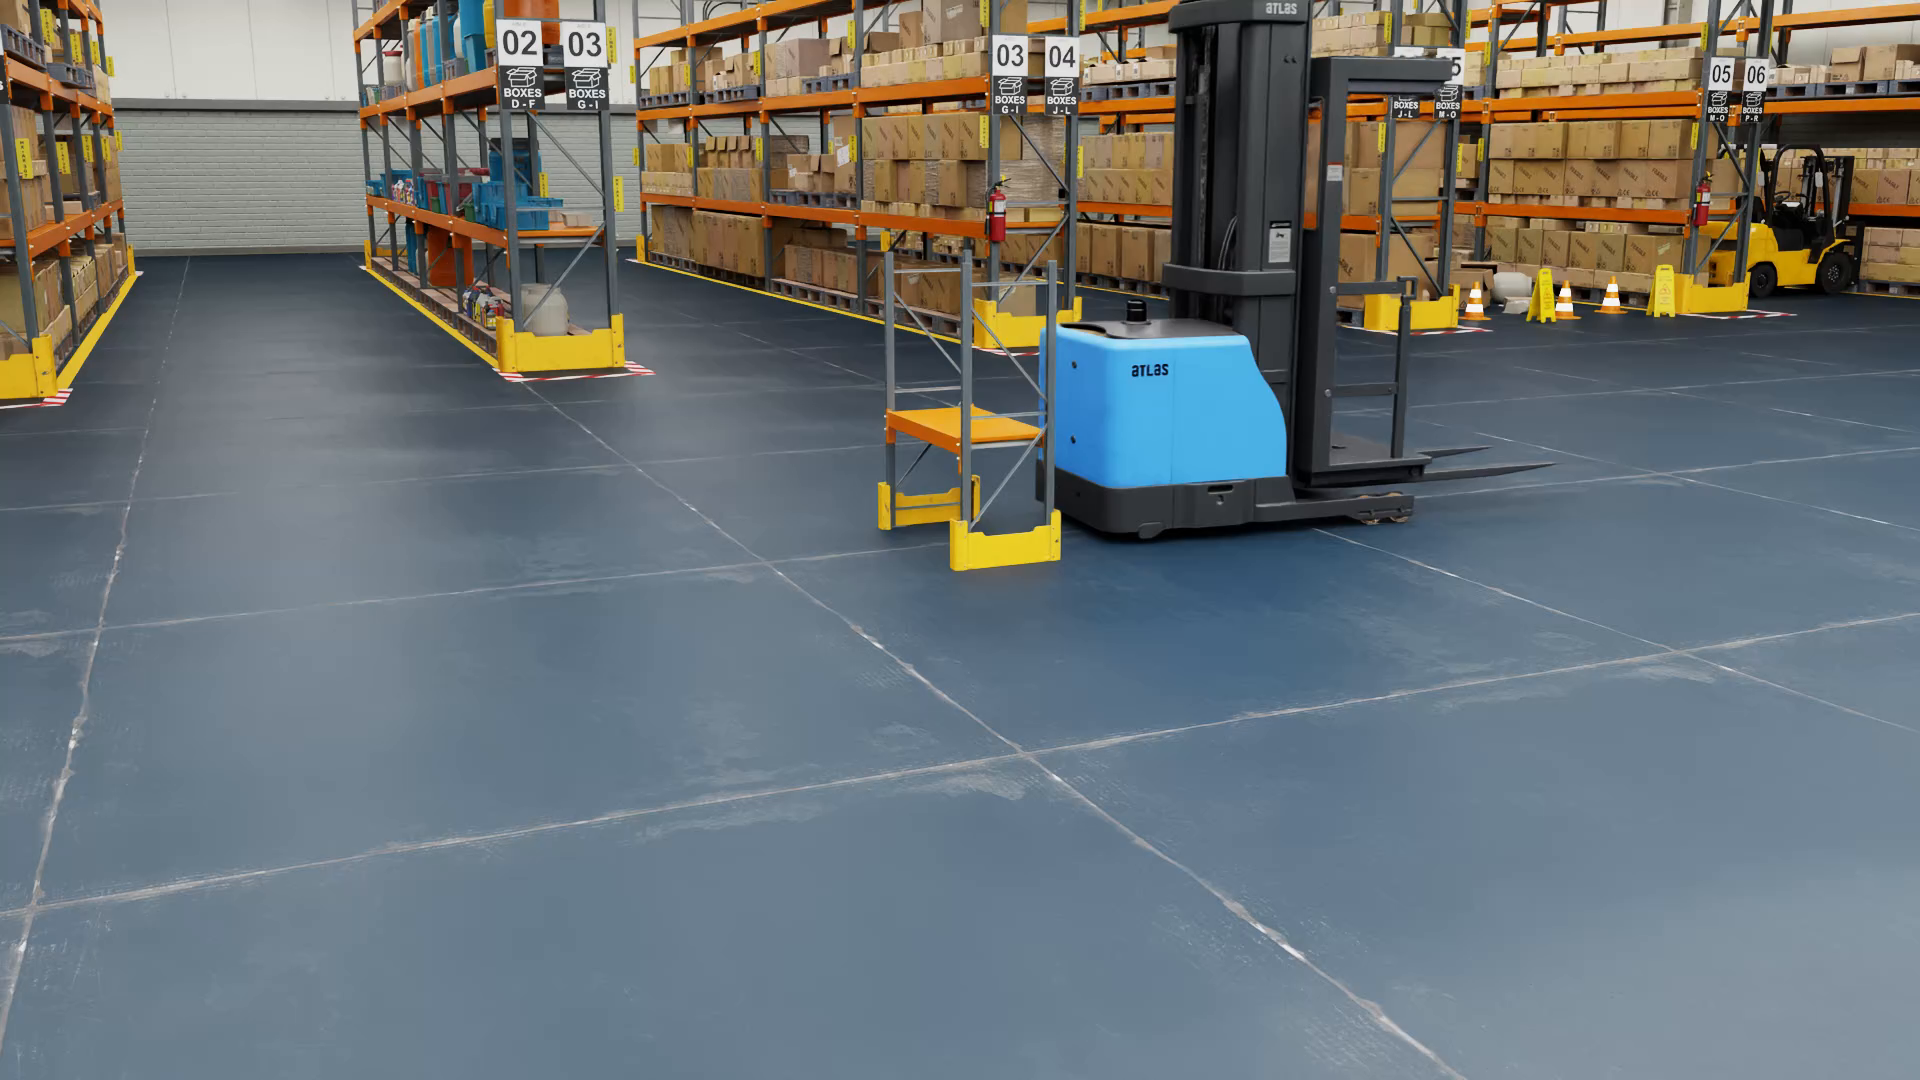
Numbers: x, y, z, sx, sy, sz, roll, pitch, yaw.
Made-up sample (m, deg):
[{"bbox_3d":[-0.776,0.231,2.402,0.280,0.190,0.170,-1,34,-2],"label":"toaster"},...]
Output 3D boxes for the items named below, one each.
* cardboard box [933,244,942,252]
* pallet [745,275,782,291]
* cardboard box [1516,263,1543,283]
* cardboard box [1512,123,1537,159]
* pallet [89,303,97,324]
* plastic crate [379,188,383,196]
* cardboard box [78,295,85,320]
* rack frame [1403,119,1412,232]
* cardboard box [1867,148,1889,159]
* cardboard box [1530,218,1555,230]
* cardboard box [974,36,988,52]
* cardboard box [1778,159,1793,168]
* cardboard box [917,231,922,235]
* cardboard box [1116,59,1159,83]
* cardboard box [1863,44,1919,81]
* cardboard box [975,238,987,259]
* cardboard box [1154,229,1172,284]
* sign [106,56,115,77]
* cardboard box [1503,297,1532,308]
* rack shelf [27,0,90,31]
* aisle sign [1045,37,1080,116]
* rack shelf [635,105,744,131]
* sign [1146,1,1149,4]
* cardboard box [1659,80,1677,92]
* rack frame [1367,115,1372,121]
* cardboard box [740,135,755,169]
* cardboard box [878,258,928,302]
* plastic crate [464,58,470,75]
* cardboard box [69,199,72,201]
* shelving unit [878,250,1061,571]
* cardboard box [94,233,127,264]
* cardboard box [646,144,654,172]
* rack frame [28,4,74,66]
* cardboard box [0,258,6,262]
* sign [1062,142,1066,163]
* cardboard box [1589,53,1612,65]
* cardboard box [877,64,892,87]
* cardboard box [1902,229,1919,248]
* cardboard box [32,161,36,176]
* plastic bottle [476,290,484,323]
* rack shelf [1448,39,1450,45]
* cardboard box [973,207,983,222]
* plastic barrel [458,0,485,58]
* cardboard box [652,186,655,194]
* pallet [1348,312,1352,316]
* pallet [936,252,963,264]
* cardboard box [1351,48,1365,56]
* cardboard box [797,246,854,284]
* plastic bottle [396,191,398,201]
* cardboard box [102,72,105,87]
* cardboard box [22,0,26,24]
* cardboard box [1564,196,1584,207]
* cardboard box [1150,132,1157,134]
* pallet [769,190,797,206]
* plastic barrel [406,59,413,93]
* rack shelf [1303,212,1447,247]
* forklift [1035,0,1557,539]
[{"bbox_3d":[-0.338,-5.550,31.589,0.380,0.149,0.250,-6,14,-23],"label":"cardboard box"},{"bbox_3d":[-2.684,-4.028,25.805,1.003,0.211,1.213,-6,14,-23],"label":"pallet"},{"bbox_3d":[8.459,-3.895,24.213,0.500,0.250,0.500,-5,14,-20],"label":"cardboard box"},{"bbox_3d":[8.408,-5.748,23.955,0.700,0.500,0.500,-6,14,-23],"label":"cardboard box"},{"bbox_3d":[-11.221,-2.791,20.459,1.003,0.211,1.213,-6,14,-23],"label":"pallet"},{"bbox_3d":[-9.550,-5.829,27.856,0.293,0.136,0.466,-6,14,-23],"label":"plastic crate"},{"bbox_3d":[-10.051,-2.573,18.501,0.500,0.250,0.500,-5,14,-22],"label":"cardboard box"},{"bbox_3d":[9.588,-7.387,34.136,1.000,3.000,0.127,-6,14,-23],"label":"rack frame"},{"bbox_3d":[13.563,-5.675,24.415,0.380,0.149,0.250,-5,14,-22],"label":"cardboard box"},{"bbox_3d":[8.437,-4.548,23.934,0.380,0.149,0.250,-5,14,-21],"label":"cardboard box"},{"bbox_3d":[0.371,-5.176,17.376,0.380,0.149,0.250,-6,14,-23],"label":"cardboard box"},{"bbox_3d":[12.945,-5.847,25.822,0.380,0.149,0.250,-5,14,-22],"label":"cardboard box"},{"bbox_3d":[-0.612,-5.993,32.184,0.380,0.149,0.250,-5,14,-22],"label":"cardboard box"},{"bbox_3d":[2.643,-6.936,24.579,0.500,0.311,0.500,-6,14,-24],"label":"cardboard box"},{"bbox_3d":[13.675,-6.962,24.270,0.700,0.500,0.500,-6,14,-23],"label":"cardboard box"},{"bbox_3d":[0.599,-5.280,29.645,0.500,0.500,0.500,-5,14,-21],"label":"cardboard box"},{"bbox_3d":[3.419,-4.046,23.758,1.050,0.750,0.750,-6,14,-23],"label":"cardboard box"},{"bbox_3d":[-14.203,-7.914,27.797,0.100,0.325,0.005,-6,14,-23],"label":"sign"},{"bbox_3d":[7.472,-3.158,22.186,0.380,0.149,0.250,1,13,6],"label":"cardboard box"},{"bbox_3d":[-12.316,-7.113,22.130,1.077,0.370,4.000,-6,14,-23],"label":"rack shelf"},{"bbox_3d":[1.067,-4.845,17.385,0.394,0.787,0.004,-6,14,-23],"label":"aisle sign"},{"bbox_3d":[-4.840,-7.567,29.857,1.077,0.370,4.000,-6,14,-23],"label":"rack shelf"},{"bbox_3d":[3.942,-11.227,35.175,0.100,0.325,0.005,-6,14,-23],"label":"sign"},{"bbox_3d":[9.319,-5.895,21.593,0.380,0.149,0.250,-6,14,-23],"label":"cardboard box"},{"bbox_3d":[6.643,-6.112,28.625,1.000,3.000,0.127,-6,14,-23],"label":"rack frame"},{"bbox_3d":[-2.973,-6.042,25.875,0.797,0.503,0.637,-5,14,-22],"label":"cardboard box"},{"bbox_3d":[-0.711,-3.291,21.049,0.500,0.500,0.500,-6,14,-25],"label":"cardboard box"},{"bbox_3d":[-4.990,-4.951,17.425,0.336,0.188,0.450,-6,14,-23],"label":"plastic crate"},{"bbox_3d":[-13.553,-5.278,24.800,0.500,0.500,0.500,-5,14,-22],"label":"cardboard box"},{"bbox_3d":[0.031,-0.715,8.633,0.587,1.500,1.083,-6,14,-23],"label":"shelving unit"},{"bbox_3d":[-14.276,-4.882,27.879,0.500,0.500,0.500,-6,14,-23],"label":"cardboard box"},{"bbox_3d":[-5.496,-7.080,30.818,0.500,0.500,0.500,-6,14,-24],"label":"cardboard box"},{"bbox_3d":[-11.515,-7.246,20.219,1.000,3.000,0.127,-6,14,-23],"label":"rack frame"},{"bbox_3d":[-10.014,-2.603,16.966,0.500,0.500,0.500,-6,14,-23],"label":"cardboard box"},{"bbox_3d":[1.655,-6.118,26.261,0.100,0.325,0.005,-6,14,-23],"label":"sign"},{"bbox_3d":[8.797,-6.544,22.627,0.380,0.149,0.250,-5,14,-22],"label":"cardboard box"},{"bbox_3d":[-0.672,-5.554,19.894,0.500,0.250,0.500,-6,14,-23],"label":"cardboard box"},{"bbox_3d":[13.924,-4.327,23.864,0.500,0.250,0.500,-5,14,-21],"label":"cardboard box"},{"bbox_3d":[-9.100,-3.562,15.947,0.380,0.149,0.250,-5,14,-21],"label":"cardboard box"},{"bbox_3d":[-5.184,-2.536,18.073,0.144,0.351,0.185,-6,14,-23],"label":"plastic bottle"},{"bbox_3d":[8.786,-10.371,35.327,1.077,0.370,4.000,-6,14,-23],"label":"rack shelf"},{"bbox_3d":[0.365,-3.534,18.042,0.380,0.149,0.250,-6,14,-23],"label":"cardboard box"},{"bbox_3d":[-5.072,-5.638,17.882,0.600,0.901,0.708,-6,14,-23],"label":"plastic barrel"},{"bbox_3d":[-5.489,-6.485,30.792,0.380,0.149,0.250,-6,14,-24],"label":"cardboard box"},{"bbox_3d":[4.476,-3.042,21.547,1.003,0.211,1.213,-6,14,-23],"label":"pallet"},{"bbox_3d":[0.244,-5.247,31.074,1.003,0.211,1.213,-6,14,-23],"label":"pallet"},{"bbox_3d":[4.809,-5.674,19.483,0.380,0.149,0.250,-5,14,-22],"label":"cardboard box"},{"bbox_3d":[-1.916,-3.963,23.909,0.700,0.500,0.500,-7,15,-28],"label":"cardboard box"},{"bbox_3d":[-8.534,-5.247,25.328,0.097,0.201,0.097,0,13,0],"label":"plastic bottle"},{"bbox_3d":[-13.883,-7.317,26.406,0.500,0.250,0.500,-6,14,-23],"label":"cardboard box"},{"bbox_3d":[-10.124,-5.586,17.437,0.500,0.500,0.500,-5,14,-22],"label":"cardboard box"},{"bbox_3d":[8.708,-4.754,23.317,0.380,0.149,0.250,-6,14,-23],"label":"cardboard box"},{"bbox_3d":[4.060,-8.144,33.529,0.380,0.149,0.250,-6,14,-23],"label":"cardboard box"},{"bbox_3d":[-2.054,-4.986,24.185,1.213,0.211,1.003,-6,14,-23],"label":"pallet"},{"bbox_3d":[-7.131,-6.193,22.077,0.421,0.512,0.421,0,13,0],"label":"plastic barrel"},{"bbox_3d":[4.552,-4.054,21.328,1.077,0.370,4.000,-6,14,-23],"label":"rack shelf"},{"bbox_3d":[2.005,-1.616,9.354,3.031,2.935,1.130,-5,14,-20],"label":"forklift"}]
